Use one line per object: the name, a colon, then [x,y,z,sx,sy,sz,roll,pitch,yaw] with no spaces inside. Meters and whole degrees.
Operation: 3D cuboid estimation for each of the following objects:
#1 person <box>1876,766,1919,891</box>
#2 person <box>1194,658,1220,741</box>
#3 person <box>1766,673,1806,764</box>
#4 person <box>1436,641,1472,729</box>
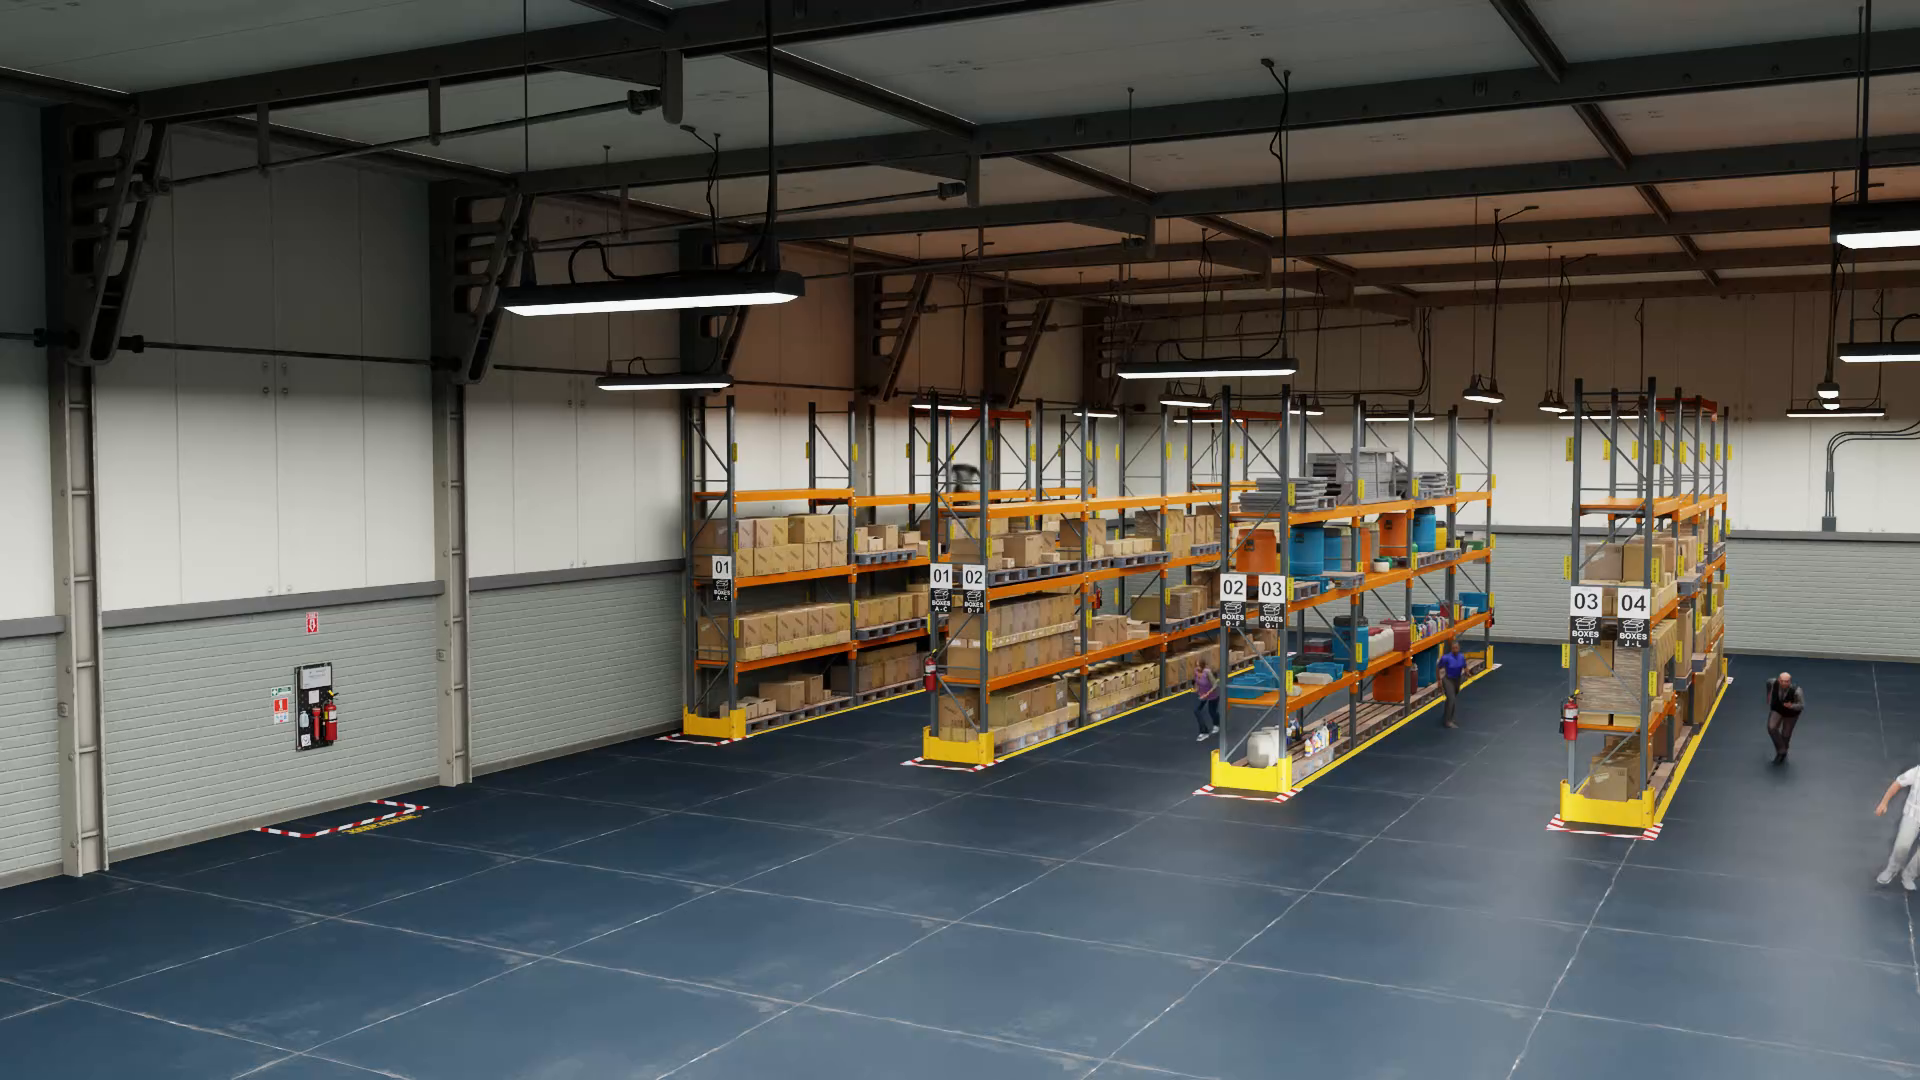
person: [10.966,3.194,18.942,0.865,1.699,0.643,1,3,20]
person: [4.364,2.748,29.050,0.541,1.437,0.968,2,4,38]
person: [13.375,2.911,26.937,0.638,1.379,1.154,2,4,34]
person: [9.044,2.627,30.406,0.601,1.589,0.816,-2,3,-27]
